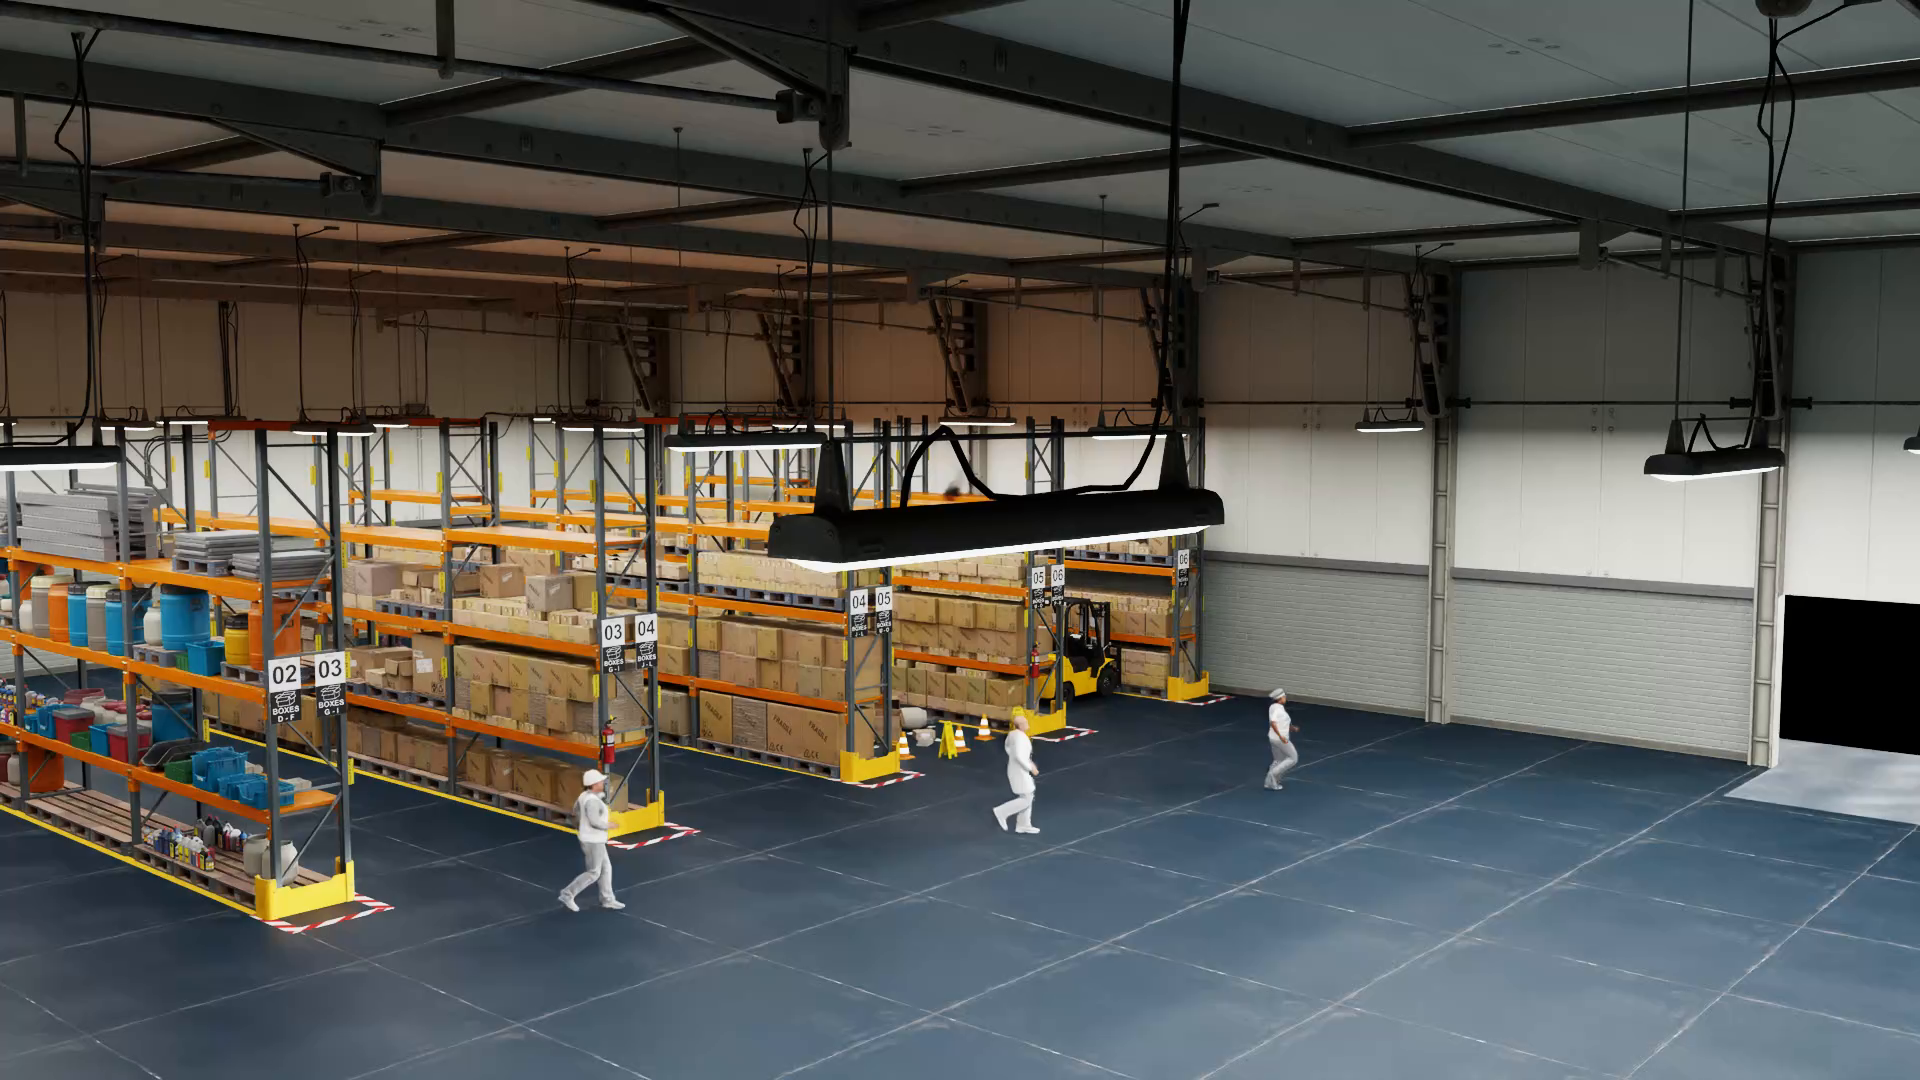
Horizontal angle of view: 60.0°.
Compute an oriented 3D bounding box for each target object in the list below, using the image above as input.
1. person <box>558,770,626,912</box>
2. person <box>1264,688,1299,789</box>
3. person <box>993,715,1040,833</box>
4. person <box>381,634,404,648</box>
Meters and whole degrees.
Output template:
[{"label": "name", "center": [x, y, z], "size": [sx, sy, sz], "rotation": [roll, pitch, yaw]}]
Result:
[{"label": "person", "center": [-4.573, 3.734, 20.606], "size": [0.846, 1.790, 0.680], "rotation": [-2, 5, -20]}, {"label": "person", "center": [5.267, 3.241, 27.138], "size": [0.569, 1.659, 0.560], "rotation": [-1, 5, -8]}, {"label": "person", "center": [0.811, 3.443, 24.388], "size": [0.744, 1.760, 0.712], "rotation": [-1, 5, -12]}, {"label": "person", "center": [-13.781, 2.174, 40.202], "size": [0.828, 1.626, 0.582], "rotation": [1, 5, 7]}]
